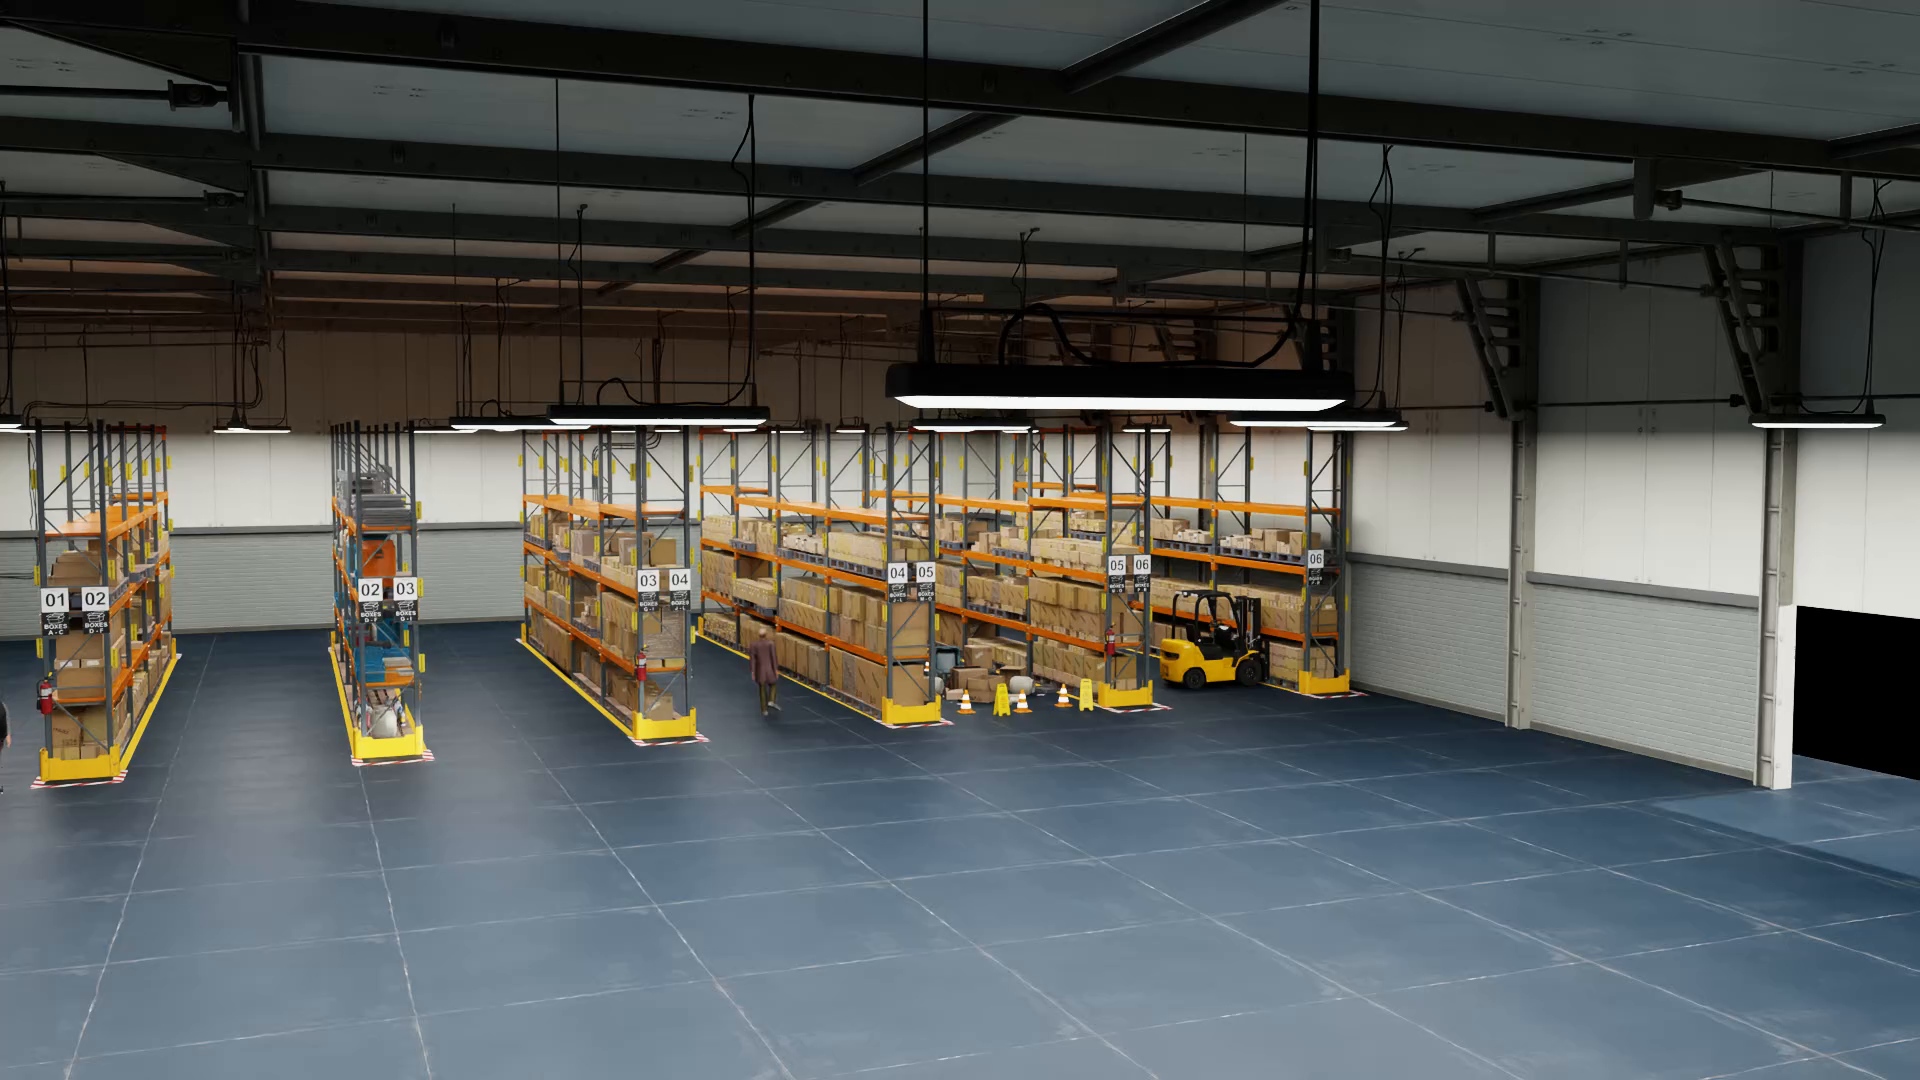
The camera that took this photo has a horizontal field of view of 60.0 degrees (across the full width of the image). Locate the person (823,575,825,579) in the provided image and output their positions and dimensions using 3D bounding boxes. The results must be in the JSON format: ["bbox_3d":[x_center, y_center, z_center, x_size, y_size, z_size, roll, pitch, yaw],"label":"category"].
[{"bbox_3d":[-3.871,1.834,48.165,1.061,1.741,0.595,1,4,9],"label":"person"}]

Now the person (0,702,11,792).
[{"bbox_3d":[-15.533,3.195,26.723,1.006,1.663,0.579,2,4,26],"label":"person"}]

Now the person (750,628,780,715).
[{"bbox_3d":[-4.005,2.701,34.123,0.619,1.759,0.555,-1,4,-8],"label":"person"}]
